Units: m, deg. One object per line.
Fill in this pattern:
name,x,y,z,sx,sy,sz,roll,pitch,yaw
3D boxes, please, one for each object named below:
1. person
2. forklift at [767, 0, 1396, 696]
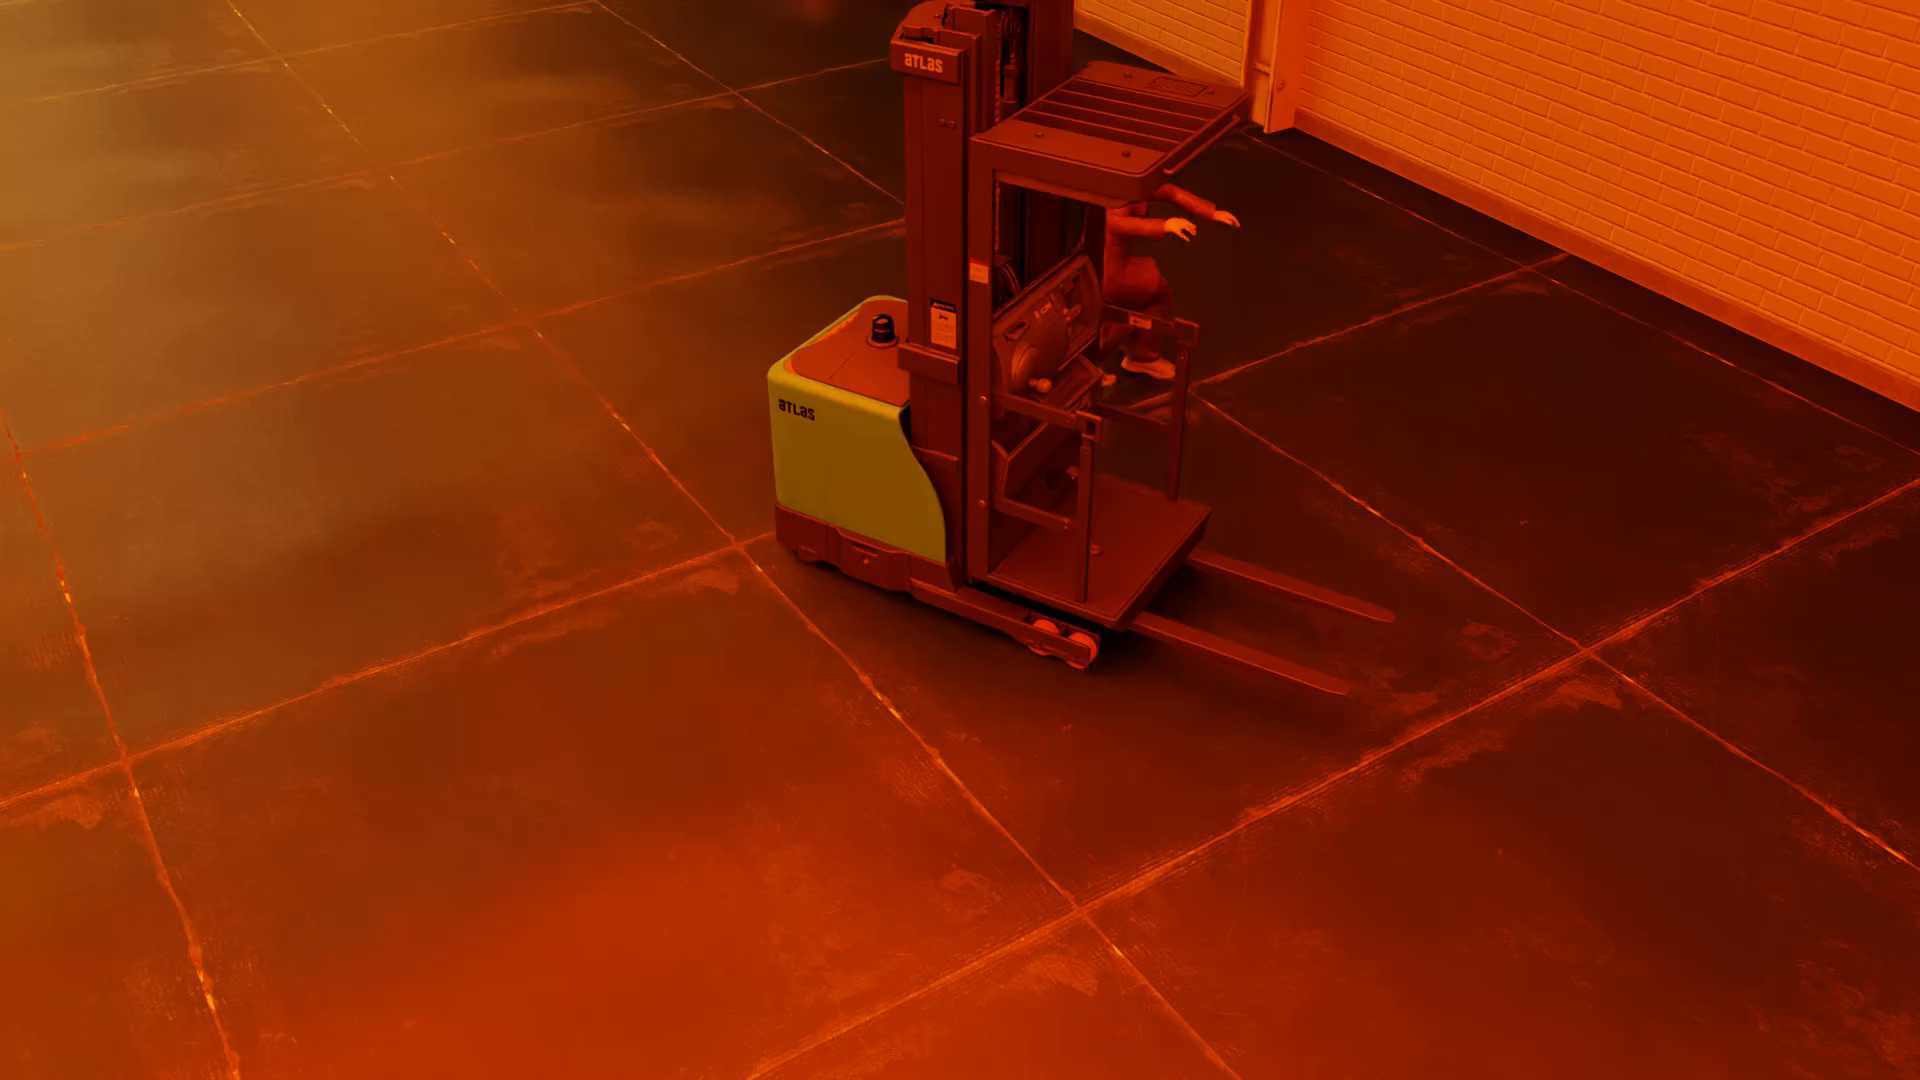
person,1.142,-1.570,9.647,1.185,1.517,0.875,-9,36,-13
forklift,0.579,-0.945,7.492,3.031,2.935,1.130,19,39,25
